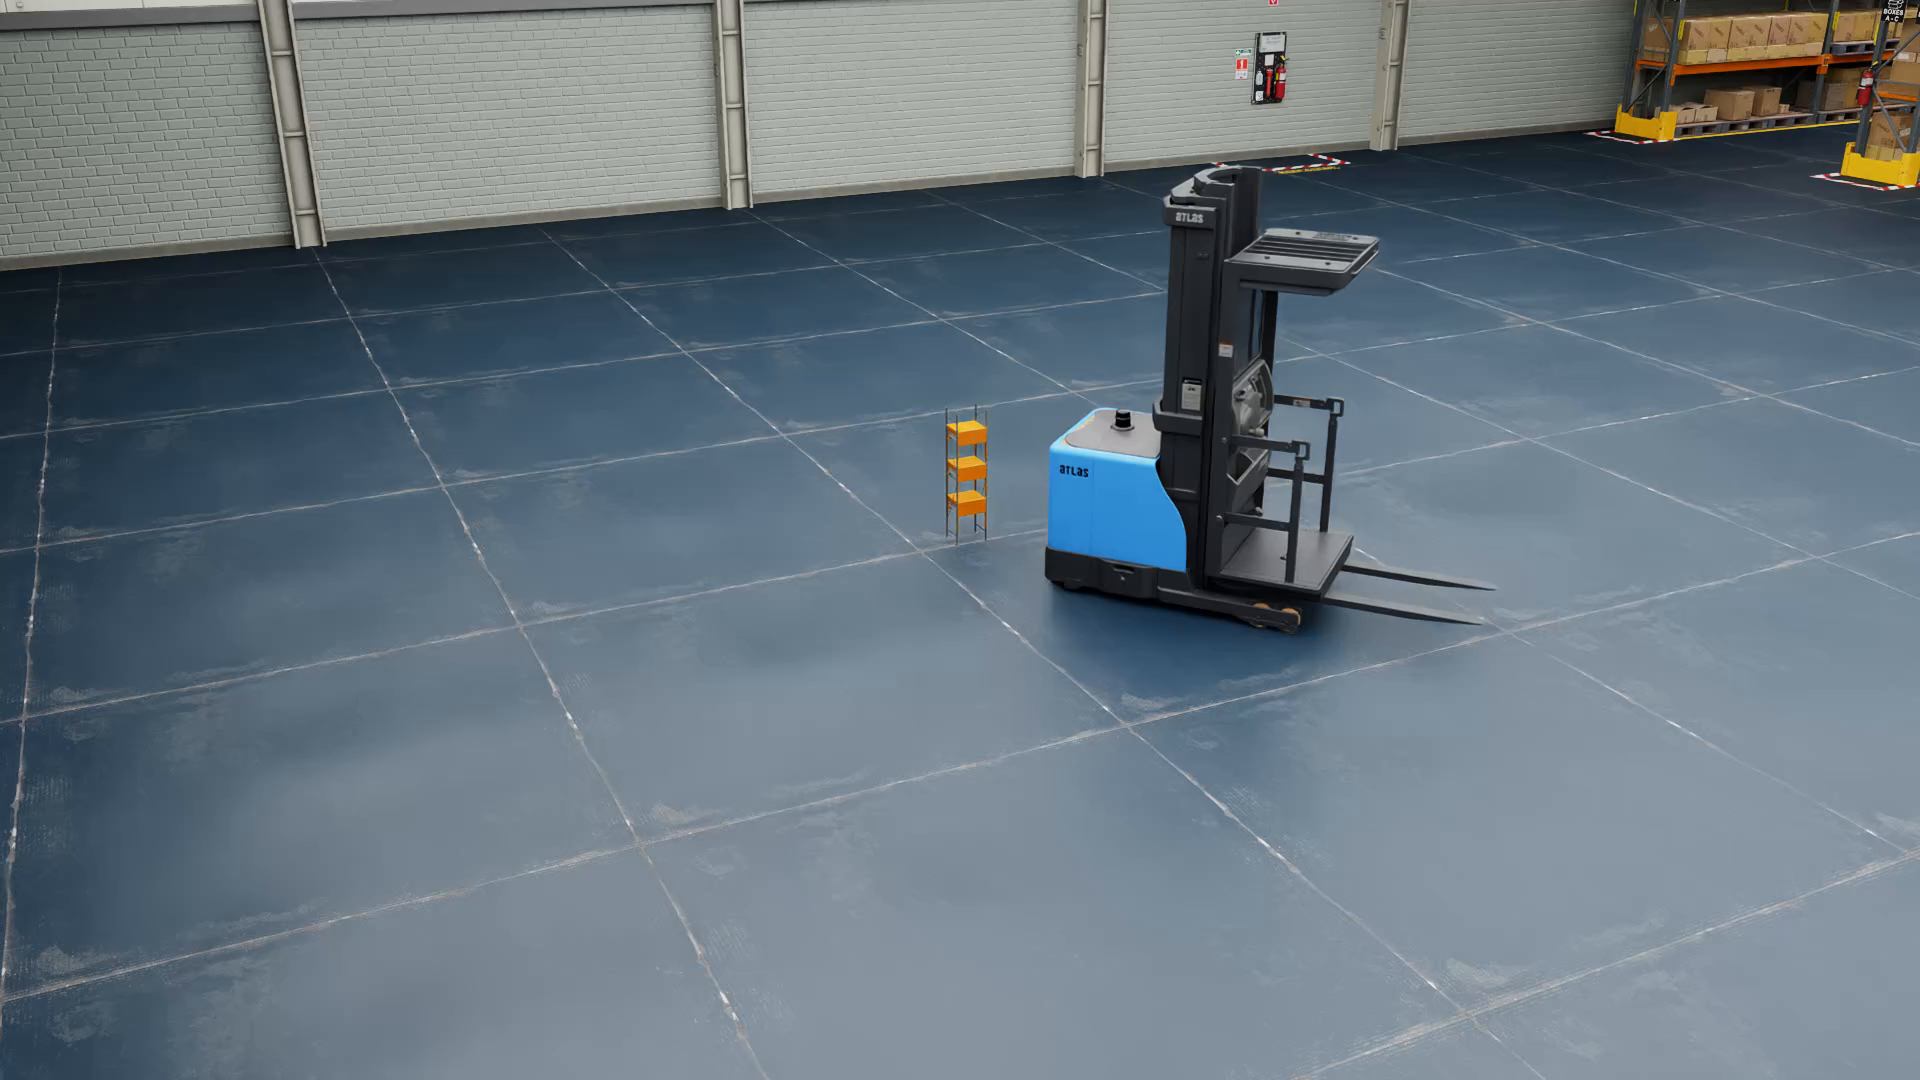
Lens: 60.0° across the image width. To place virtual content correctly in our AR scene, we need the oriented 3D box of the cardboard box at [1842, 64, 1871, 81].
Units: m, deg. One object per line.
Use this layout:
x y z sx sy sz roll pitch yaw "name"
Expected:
17.777 -9.256 32.902 0.500 0.250 0.500 -11 25 -25 "cardboard box"

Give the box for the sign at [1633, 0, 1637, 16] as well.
12.432 -9.784 30.537 0.005 0.325 0.100 -10 25 -24 "sign"

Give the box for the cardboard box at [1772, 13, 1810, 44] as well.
15.520 -9.589 31.182 0.500 0.500 0.500 -11 25 -24 "cardboard box"

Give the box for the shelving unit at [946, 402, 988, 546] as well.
0.048 -0.494 12.571 0.252 1.050 0.215 -10 25 -24 "shelving unit"

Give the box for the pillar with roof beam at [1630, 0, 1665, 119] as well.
14.777 -10.611 26.618 0.400 9.000 9.100 -10 25 -24 "pillar with roof beam"

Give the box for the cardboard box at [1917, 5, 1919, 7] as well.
19.282 -10.659 33.023 0.250 0.149 0.380 -15 27 -32 "cardboard box"

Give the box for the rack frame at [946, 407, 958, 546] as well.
-0.062 -0.474 12.522 0.008 1.050 0.200 -10 25 -24 "rack frame"

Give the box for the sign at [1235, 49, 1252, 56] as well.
4.726 -8.134 27.738 0.331 0.109 0.001 -10 25 -24 "sign"

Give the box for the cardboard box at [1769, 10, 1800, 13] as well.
15.745 -9.852 31.819 0.500 0.500 0.500 -11 25 -25 "cardboard box"

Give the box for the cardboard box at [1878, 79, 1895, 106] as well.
18.287 -9.009 33.285 0.500 0.500 0.700 -11 25 -24 "cardboard box"

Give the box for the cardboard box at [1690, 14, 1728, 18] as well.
13.909 -9.514 31.001 0.500 0.500 0.500 -11 25 -25 "cardboard box"

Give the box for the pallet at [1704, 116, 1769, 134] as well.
14.568 -7.956 31.694 1.213 0.211 1.003 -10 25 -24 "pallet"

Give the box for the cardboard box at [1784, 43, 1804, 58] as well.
15.511 -9.249 31.342 0.500 0.250 0.500 -10 25 -23 "cardboard box"

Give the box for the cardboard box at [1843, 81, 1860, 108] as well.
17.359 -8.851 32.904 0.500 0.500 0.700 -11 25 -25 "cardboard box"

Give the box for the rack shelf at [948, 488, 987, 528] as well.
0.048 -0.227 12.681 0.240 0.259 0.215 -10 25 -24 "rack shelf"

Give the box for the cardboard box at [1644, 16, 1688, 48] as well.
12.987 -9.346 30.597 0.500 0.500 0.500 -11 25 -24 "cardboard box"

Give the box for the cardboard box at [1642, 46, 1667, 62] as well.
12.992 -8.993 30.723 0.500 0.250 0.500 -10 25 -23 "cardboard box"

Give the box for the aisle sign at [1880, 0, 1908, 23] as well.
14.620 -8.493 25.948 0.004 0.787 0.394 -10 25 -24 "aisle sign"

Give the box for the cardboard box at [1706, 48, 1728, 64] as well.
13.694 -8.911 30.525 0.500 0.250 0.500 -11 25 -25 "cardboard box"

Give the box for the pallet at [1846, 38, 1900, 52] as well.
18.097 -9.804 32.764 1.213 0.211 1.003 -10 25 -24 "pallet"

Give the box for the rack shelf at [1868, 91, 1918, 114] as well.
16.609 -7.201 27.166 4.000 0.370 1.077 -10 25 -24 "rack shelf"

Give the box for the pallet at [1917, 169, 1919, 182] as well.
15.477 -6.055 27.101 1.213 0.211 1.003 -10 25 -24 "pallet"

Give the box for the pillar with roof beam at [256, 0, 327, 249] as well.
-6.848 -6.630 17.001 0.400 9.000 9.100 -10 25 -24 "pillar with roof beam"

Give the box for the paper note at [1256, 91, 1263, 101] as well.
5.071 -7.518 28.142 0.142 0.148 0.016 -10 25 -24 "paper note"

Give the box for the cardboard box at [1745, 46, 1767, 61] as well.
14.612 -9.077 30.925 0.500 0.250 0.500 -10 25 -23 "cardboard box"

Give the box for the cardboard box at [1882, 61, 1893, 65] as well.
18.696 -9.420 33.297 0.500 0.250 0.500 -10 24 -23 "cardboard box"

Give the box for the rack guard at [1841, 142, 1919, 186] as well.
14.785 -6.043 26.695 0.348 0.500 1.175 -10 25 -24 "rack guard"

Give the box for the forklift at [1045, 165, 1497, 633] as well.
2.169 -0.956 11.228 3.031 2.935 1.130 10 24 23 "forklift"

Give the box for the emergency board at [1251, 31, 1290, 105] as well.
5.261 -7.931 27.987 0.643 1.169 0.194 -10 25 -24 "emergency board"

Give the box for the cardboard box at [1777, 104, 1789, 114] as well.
15.790 -8.367 32.171 0.250 0.166 0.380 -14 26 -30 "cardboard box"

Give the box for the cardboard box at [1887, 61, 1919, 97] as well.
15.233 -7.321 26.384 0.500 0.500 0.700 -10 25 -24 "cardboard box"

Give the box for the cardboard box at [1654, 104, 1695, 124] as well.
13.317 -7.953 30.982 0.500 0.311 0.500 -14 26 -30 "cardboard box"

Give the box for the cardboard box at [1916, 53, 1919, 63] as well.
15.253 -7.539 26.061 0.250 0.149 0.380 -11 25 -24 "cardboard box"

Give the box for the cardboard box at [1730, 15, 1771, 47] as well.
14.593 -9.422 30.780 0.500 0.500 0.500 -10 24 -22 "cardboard box"

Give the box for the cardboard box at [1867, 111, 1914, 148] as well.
15.161 -6.663 26.991 0.500 0.500 0.500 -10 25 -24 "cardboard box"

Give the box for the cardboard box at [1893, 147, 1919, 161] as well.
15.386 -6.138 26.702 0.500 0.250 0.500 -10 25 -24 "cardboard box"

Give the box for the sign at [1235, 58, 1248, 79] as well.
4.718 -7.891 27.844 0.234 0.329 0.001 -10 25 -24 "sign"

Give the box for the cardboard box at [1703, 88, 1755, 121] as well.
14.514 -8.240 31.426 0.500 0.500 0.700 -12 25 -27 "cardboard box"

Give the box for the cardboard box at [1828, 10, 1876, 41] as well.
17.239 -9.984 32.242 0.500 0.500 0.700 -8 24 -18 "cardboard box"

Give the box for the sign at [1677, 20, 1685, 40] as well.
12.890 -9.121 29.732 0.005 0.325 0.100 -10 25 -24 "sign"

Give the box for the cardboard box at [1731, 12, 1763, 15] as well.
14.826 -9.687 31.420 0.500 0.500 0.500 -10 24 -22 "cardboard box"

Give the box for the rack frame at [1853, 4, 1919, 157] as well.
14.806 -7.202 26.227 0.127 3.000 1.000 -10 25 -24 "rack frame"

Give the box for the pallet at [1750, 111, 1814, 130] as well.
15.669 -8.160 32.187 1.213 0.211 1.003 -10 25 -24 "pallet"

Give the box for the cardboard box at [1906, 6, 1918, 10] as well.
18.952 -10.302 33.009 0.500 0.500 0.700 -13 26 -29 "cardboard box"

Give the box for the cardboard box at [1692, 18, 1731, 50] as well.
13.665 -9.249 30.362 0.500 0.500 0.500 -10 25 -23 "cardboard box"

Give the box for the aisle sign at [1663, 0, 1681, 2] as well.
12.720 -9.994 29.573 0.004 0.787 0.394 -10 25 -24 "aisle sign"

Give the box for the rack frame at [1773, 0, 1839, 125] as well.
16.259 -9.572 31.952 0.127 3.000 1.000 -10 25 -24 "rack frame"
